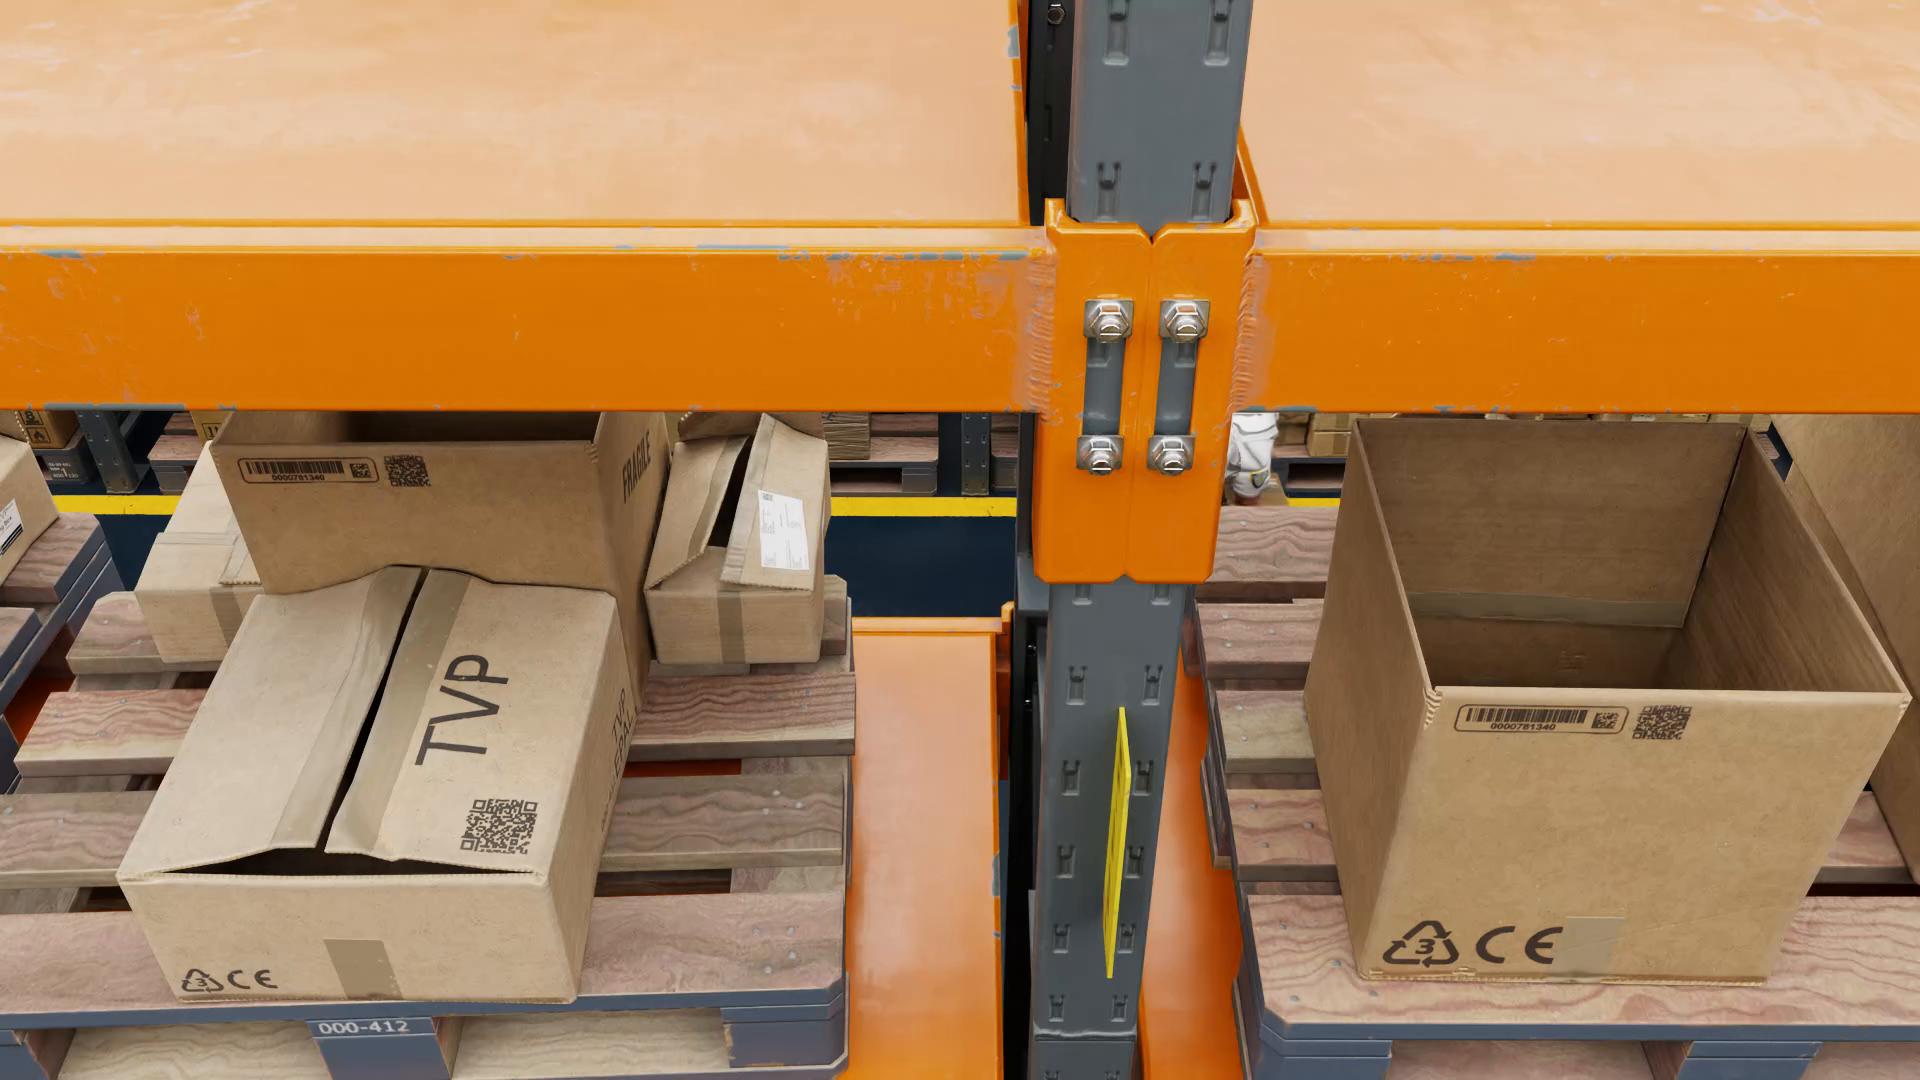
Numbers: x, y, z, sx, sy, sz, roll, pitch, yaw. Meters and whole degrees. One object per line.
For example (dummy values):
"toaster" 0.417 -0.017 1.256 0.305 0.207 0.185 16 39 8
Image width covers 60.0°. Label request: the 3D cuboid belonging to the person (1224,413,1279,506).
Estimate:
"person" 0.984 -0.136 6.592 0.955 1.408 0.490 -7 40 -8
